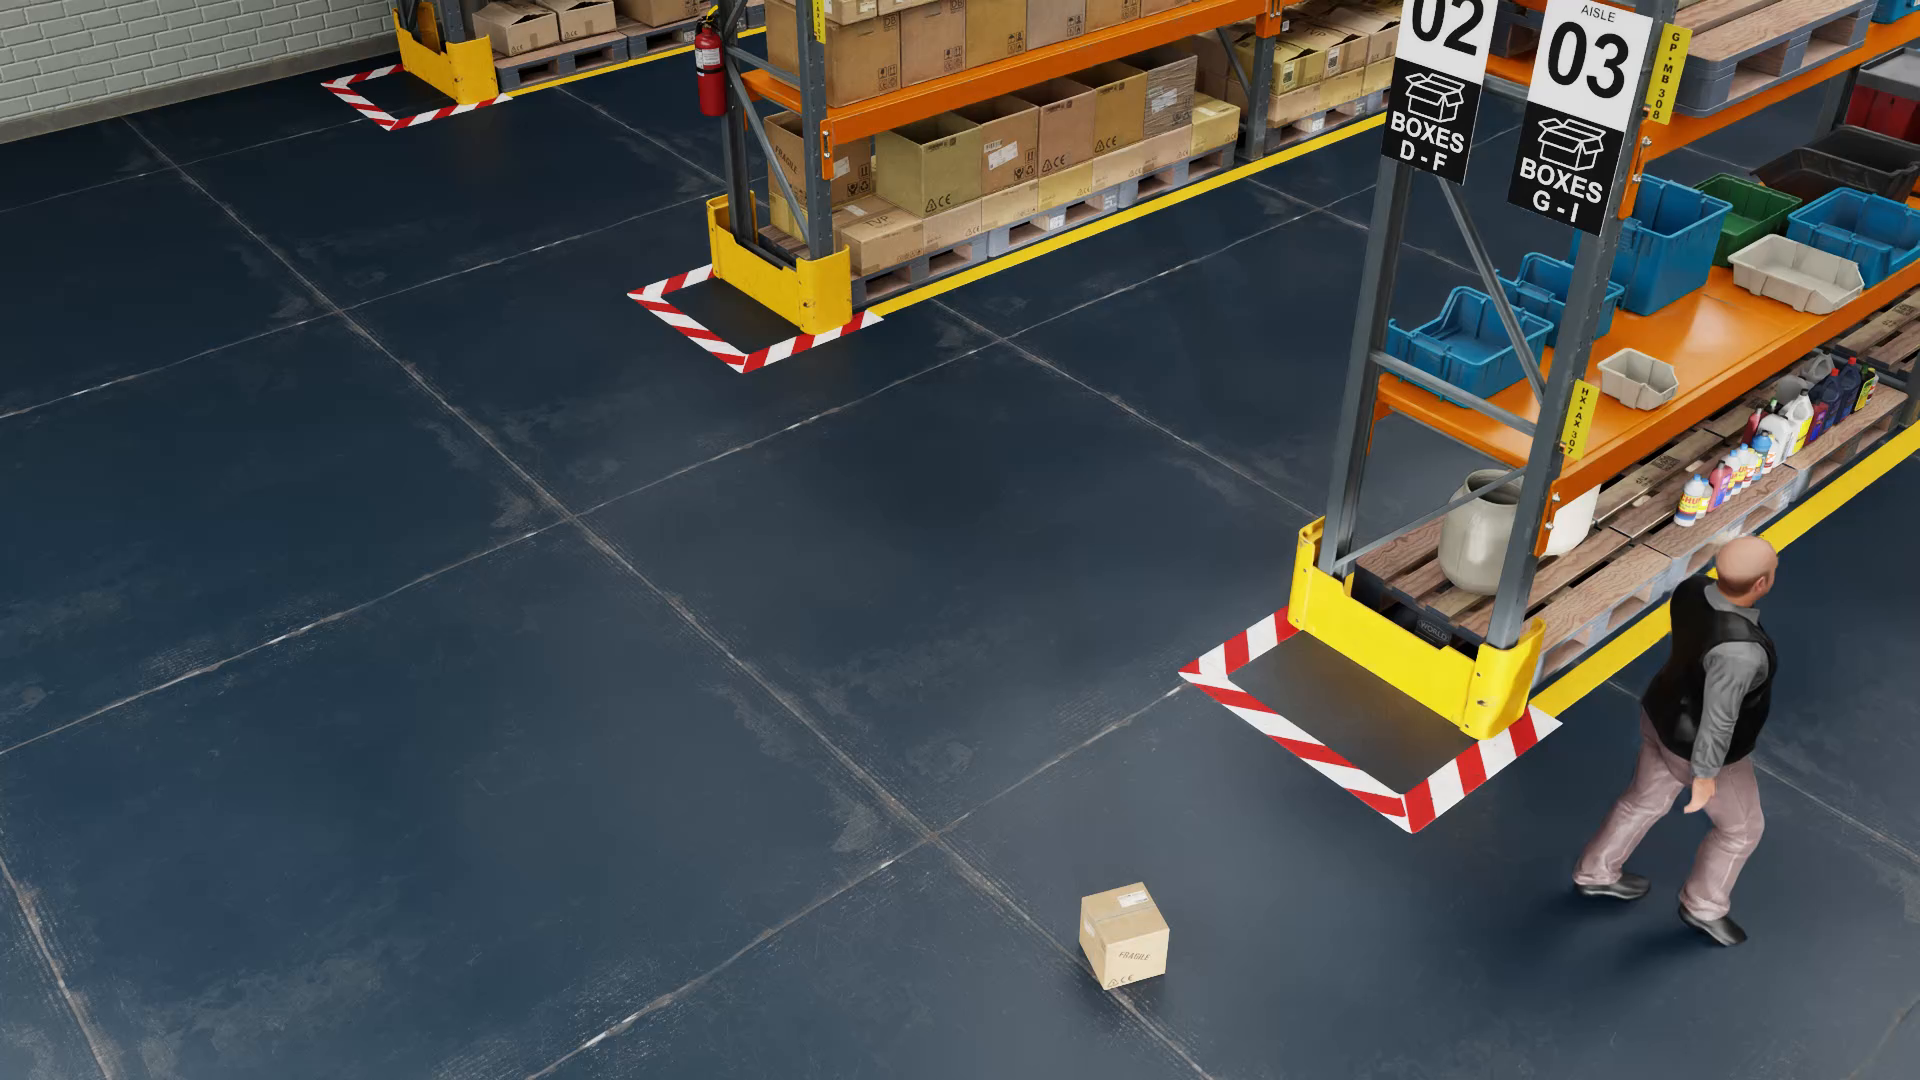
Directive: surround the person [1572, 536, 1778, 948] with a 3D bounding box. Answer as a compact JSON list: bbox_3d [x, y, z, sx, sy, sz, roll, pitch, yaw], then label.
[{"bbox_3d":[2.725,0.728,6.101,0.635,1.761,0.578,-1,36,-2],"label":"person"}]
